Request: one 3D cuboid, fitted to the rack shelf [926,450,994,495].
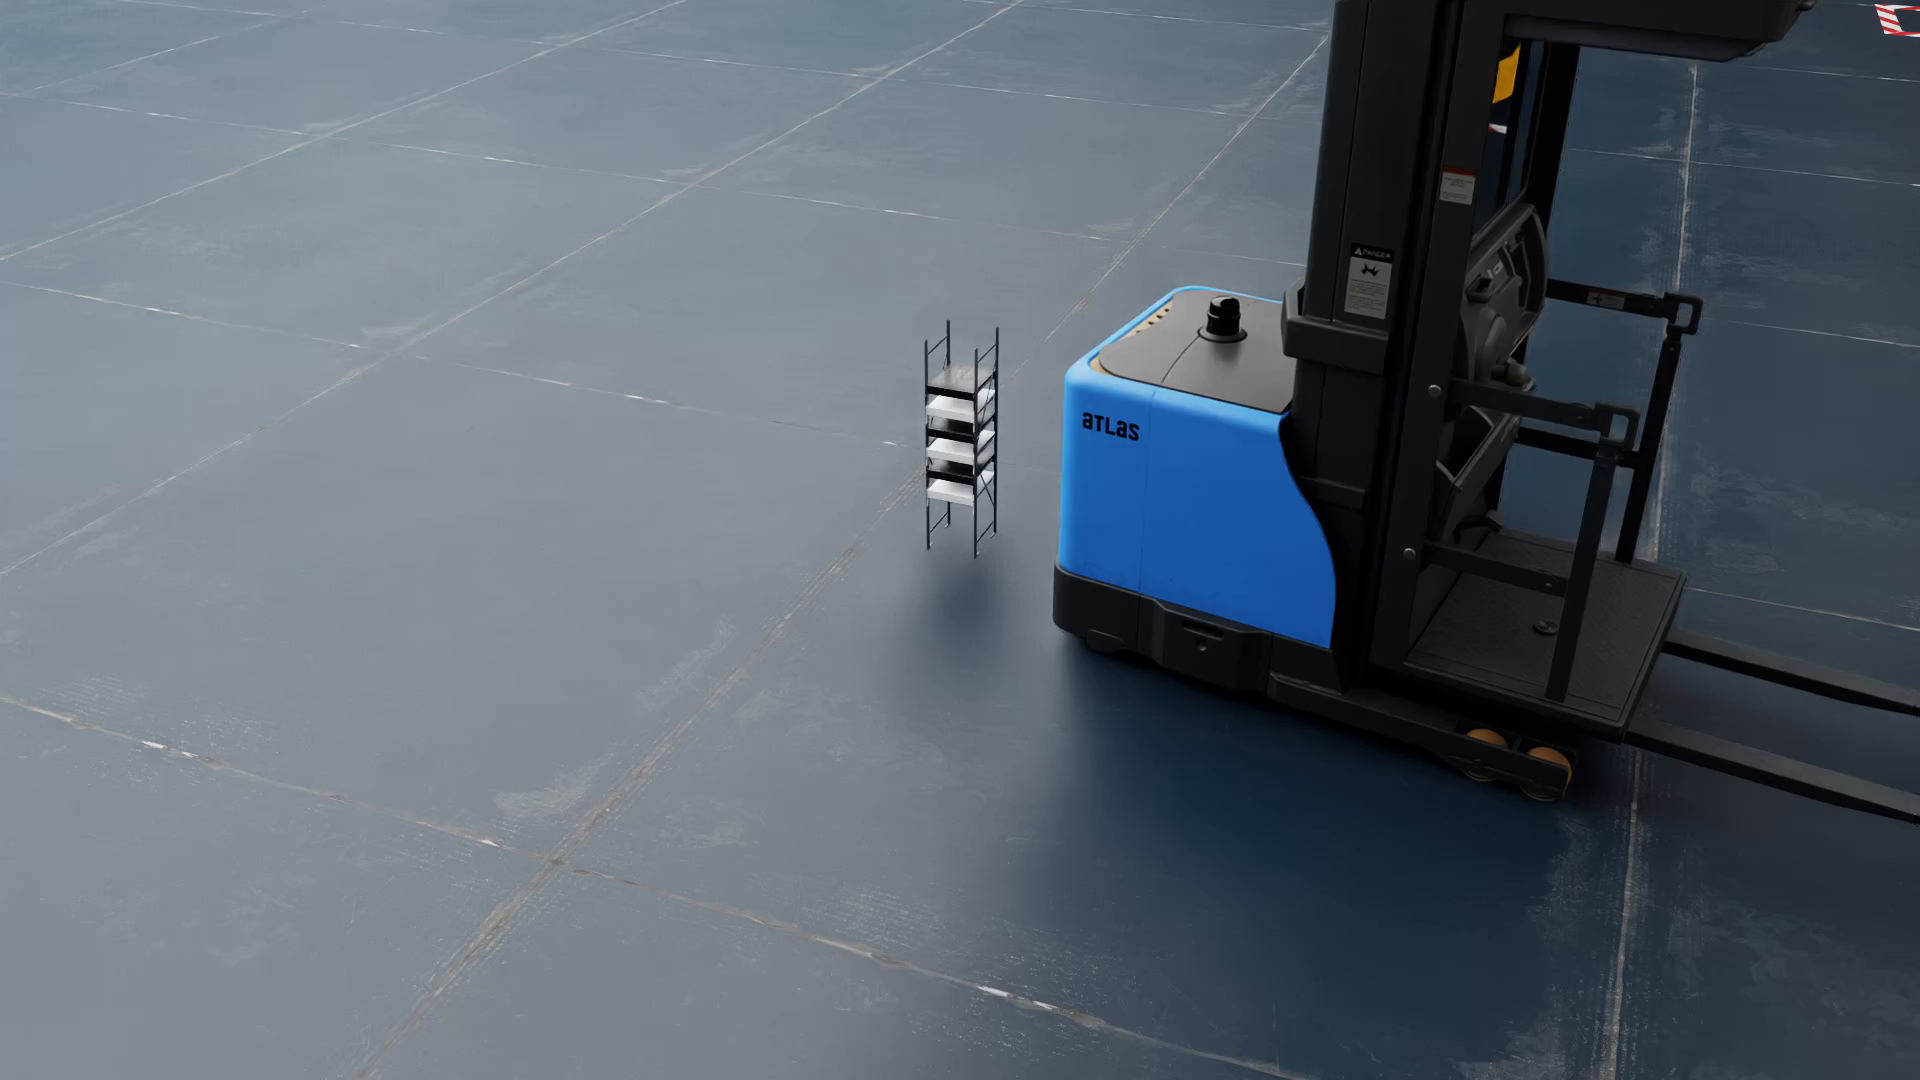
[{"bbox_3d":[0.008,-0.283,6.587,0.200,0.077,0.258,11,31,19],"label":"rack shelf"}]

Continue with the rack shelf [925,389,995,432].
[{"bbox_3d":[0.008,-0.518,6.454,0.200,0.077,0.258,11,31,19],"label":"rack shelf"}]

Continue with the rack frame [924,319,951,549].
[{"bbox_3d":[-0.087,-0.409,6.559,0.006,0.900,0.240,11,31,19],"label":"rack frame"}]

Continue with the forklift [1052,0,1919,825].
[{"bbox_3d":[1.868,-0.747,5.093,3.031,2.935,1.130,16,33,26],"label":"forklift"}]

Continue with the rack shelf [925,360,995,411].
[{"bbox_3d":[0.008,-0.596,6.409,0.200,0.077,0.258,11,31,19],"label":"rack shelf"}]

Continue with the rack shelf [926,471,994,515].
[{"bbox_3d":[0.008,-0.205,6.631,0.200,0.077,0.258,11,31,19],"label":"rack shelf"}]

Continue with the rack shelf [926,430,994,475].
[{"bbox_3d":[0.008,-0.361,6.542,0.200,0.077,0.258,11,31,19],"label":"rack shelf"}]

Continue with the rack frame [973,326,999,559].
[{"bbox_3d":[0.102,-0.371,6.493,0.006,0.900,0.240,11,31,19],"label":"rack frame"}]

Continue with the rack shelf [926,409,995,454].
[{"bbox_3d":[0.008,-0.440,6.498,0.200,0.077,0.258,11,31,19],"label":"rack shelf"}]

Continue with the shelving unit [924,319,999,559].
[{"bbox_3d":[0.008,-0.390,6.526,0.210,0.900,0.258,11,31,19],"label":"shelving unit"}]
